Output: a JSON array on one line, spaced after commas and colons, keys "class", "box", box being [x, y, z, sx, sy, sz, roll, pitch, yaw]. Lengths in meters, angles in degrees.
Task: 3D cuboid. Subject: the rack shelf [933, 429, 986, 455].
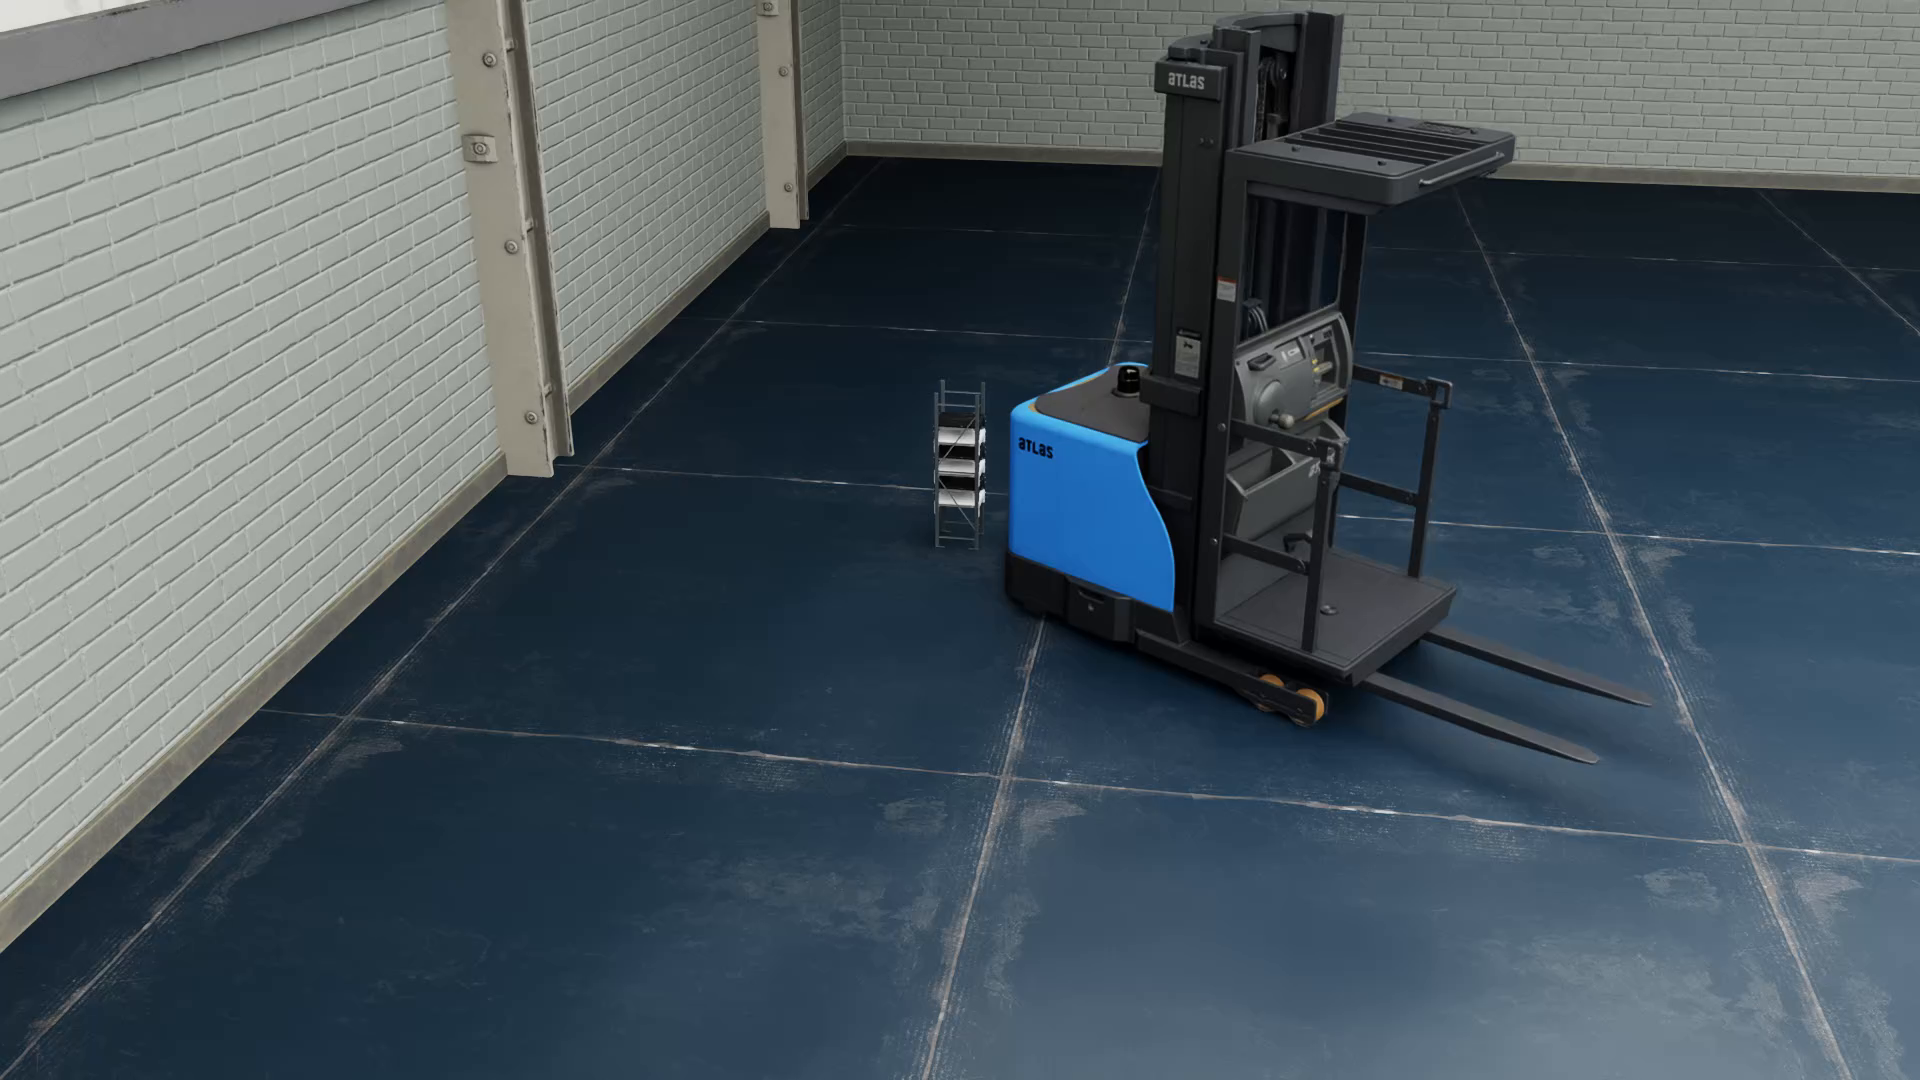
[{"class": "rack shelf", "box": [-0.001, -0.537, 8.990, 0.258, 0.077, 0.200, 4, 25, 9]}]

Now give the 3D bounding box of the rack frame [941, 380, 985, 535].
[{"class": "rack frame", "box": [0.015, -0.447, 9.143, 0.240, 0.900, 0.006, 4, 25, 9]}]

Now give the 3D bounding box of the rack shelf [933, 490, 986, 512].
[{"class": "rack shelf", "box": [-0.001, -0.211, 9.142, 0.258, 0.077, 0.200, 4, 25, 9]}]

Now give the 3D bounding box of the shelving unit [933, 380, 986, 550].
[{"class": "shelving unit", "box": [-0.001, -0.404, 9.052, 0.258, 0.900, 0.210, 4, 25, 9]}]

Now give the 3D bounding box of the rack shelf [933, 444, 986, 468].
[{"class": "rack shelf", "box": [-0.001, -0.455, 9.028, 0.258, 0.077, 0.200, 4, 25, 9]}]

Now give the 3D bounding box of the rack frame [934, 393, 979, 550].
[{"class": "rack frame", "box": [-0.018, -0.362, 8.961, 0.240, 0.900, 0.006, 4, 25, 9]}]

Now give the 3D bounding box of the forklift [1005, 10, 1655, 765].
[{"class": "forklift", "box": [1.669, -0.743, 7.380, 3.031, 2.935, 1.130, 20, 32, 37]}]

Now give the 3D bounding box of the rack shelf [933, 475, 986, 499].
[{"class": "rack shelf", "box": [-0.001, -0.292, 9.104, 0.258, 0.077, 0.200, 4, 25, 9]}]

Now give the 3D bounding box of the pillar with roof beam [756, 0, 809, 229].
[{"class": "pillar with roof beam", "box": [2.631, -6.759, 13.075, 9.100, 9.000, 0.400, 4, 25, 9]}]

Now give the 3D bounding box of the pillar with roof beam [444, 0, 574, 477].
[{"class": "pillar with roof beam", "box": [1.650, -4.250, 7.714, 9.100, 9.000, 0.400, 4, 25, 9]}]

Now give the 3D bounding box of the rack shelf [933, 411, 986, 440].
[{"class": "rack shelf", "box": [-0.001, -0.619, 8.952, 0.258, 0.077, 0.200, 4, 25, 9]}]

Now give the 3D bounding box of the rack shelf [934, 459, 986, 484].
[{"class": "rack shelf", "box": [-0.001, -0.374, 9.066, 0.258, 0.077, 0.200, 4, 25, 9]}]
